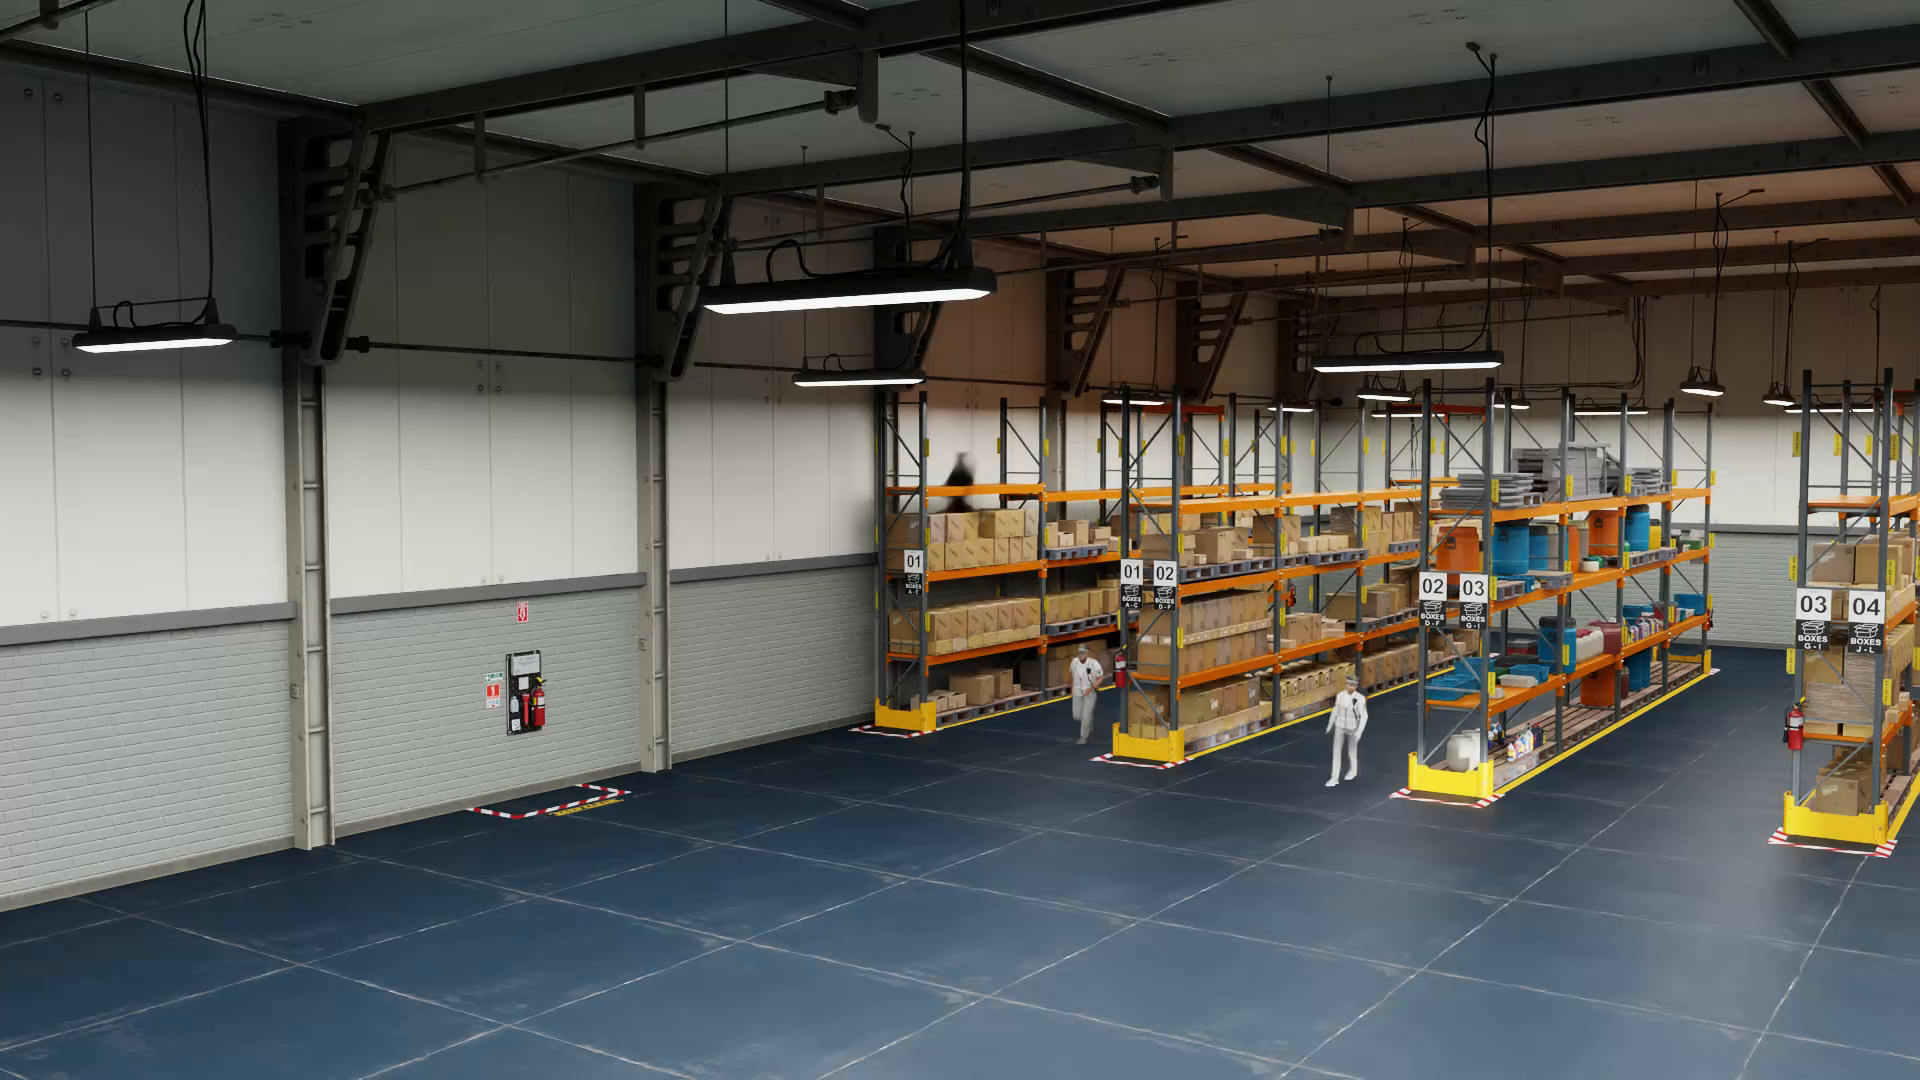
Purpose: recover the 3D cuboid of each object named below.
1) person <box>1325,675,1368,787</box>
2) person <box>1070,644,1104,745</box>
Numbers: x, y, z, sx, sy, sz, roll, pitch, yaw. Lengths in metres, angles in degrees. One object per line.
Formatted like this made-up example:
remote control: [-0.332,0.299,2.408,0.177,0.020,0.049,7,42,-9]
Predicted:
person: [5.742,2.814,24.738,0.645,1.628,0.868,2,4,26]
person: [2.143,2.592,28.176,0.647,1.714,0.683,1,3,21]
